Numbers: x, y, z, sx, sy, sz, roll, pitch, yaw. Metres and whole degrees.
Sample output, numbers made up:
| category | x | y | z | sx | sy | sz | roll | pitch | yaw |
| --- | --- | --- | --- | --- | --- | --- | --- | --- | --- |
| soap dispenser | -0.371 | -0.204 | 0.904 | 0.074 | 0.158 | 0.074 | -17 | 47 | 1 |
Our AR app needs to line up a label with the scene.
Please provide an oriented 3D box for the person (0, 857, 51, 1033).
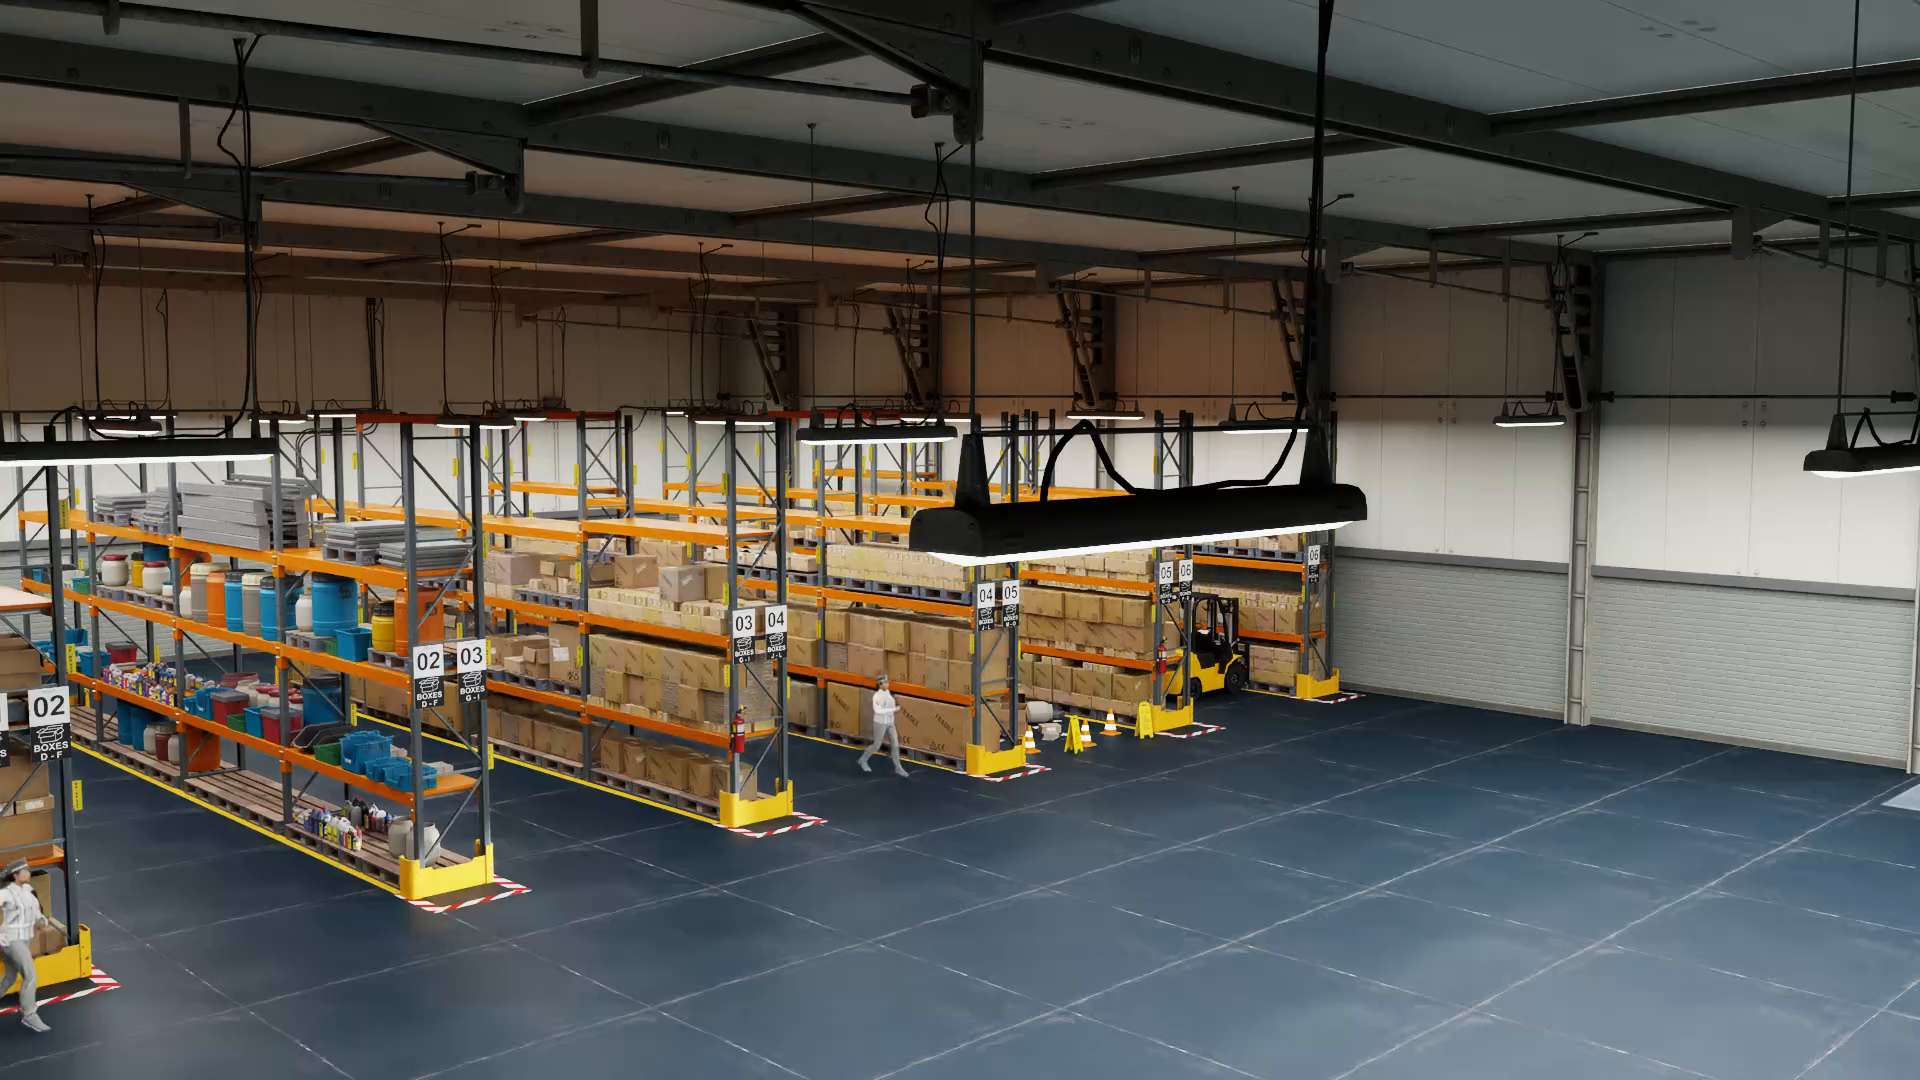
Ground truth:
| category | x | y | z | sx | sy | sz | roll | pitch | yaw |
| --- | --- | --- | --- | --- | --- | --- | --- | --- | --- |
| person | -9.495 | 4.053 | 16.719 | 0.755 | 1.719 | 0.592 | -1 | 5 | -7 |

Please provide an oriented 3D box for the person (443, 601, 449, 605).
| category | x | y | z | sx | sy | sz | roll | pitch | yaw |
| --- | --- | --- | --- | --- | --- | --- | --- | --- | --- |
| person | -12.082 | 2.216 | 38.410 | 0.799 | 1.539 | 0.570 | -2 | 5 | -22 |

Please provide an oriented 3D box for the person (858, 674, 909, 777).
| category | x | y | z | sx | sy | sz | roll | pitch | yaw |
| --- | --- | --- | --- | --- | --- | --- | --- | --- | --- |
| person | -1.271 | 3.063 | 27.652 | 0.924 | 1.696 | 0.604 | 3 | 6 | 32 |

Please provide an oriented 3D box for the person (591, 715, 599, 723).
| category | x | y | z | sx | sy | sz | roll | pitch | yaw |
| --- | --- | --- | --- | --- | --- | --- | --- | --- | --- |
| person | -6.955 | 2.752 | 31.330 | 0.684 | 1.698 | 0.908 | -5 | 7 | -44 |
